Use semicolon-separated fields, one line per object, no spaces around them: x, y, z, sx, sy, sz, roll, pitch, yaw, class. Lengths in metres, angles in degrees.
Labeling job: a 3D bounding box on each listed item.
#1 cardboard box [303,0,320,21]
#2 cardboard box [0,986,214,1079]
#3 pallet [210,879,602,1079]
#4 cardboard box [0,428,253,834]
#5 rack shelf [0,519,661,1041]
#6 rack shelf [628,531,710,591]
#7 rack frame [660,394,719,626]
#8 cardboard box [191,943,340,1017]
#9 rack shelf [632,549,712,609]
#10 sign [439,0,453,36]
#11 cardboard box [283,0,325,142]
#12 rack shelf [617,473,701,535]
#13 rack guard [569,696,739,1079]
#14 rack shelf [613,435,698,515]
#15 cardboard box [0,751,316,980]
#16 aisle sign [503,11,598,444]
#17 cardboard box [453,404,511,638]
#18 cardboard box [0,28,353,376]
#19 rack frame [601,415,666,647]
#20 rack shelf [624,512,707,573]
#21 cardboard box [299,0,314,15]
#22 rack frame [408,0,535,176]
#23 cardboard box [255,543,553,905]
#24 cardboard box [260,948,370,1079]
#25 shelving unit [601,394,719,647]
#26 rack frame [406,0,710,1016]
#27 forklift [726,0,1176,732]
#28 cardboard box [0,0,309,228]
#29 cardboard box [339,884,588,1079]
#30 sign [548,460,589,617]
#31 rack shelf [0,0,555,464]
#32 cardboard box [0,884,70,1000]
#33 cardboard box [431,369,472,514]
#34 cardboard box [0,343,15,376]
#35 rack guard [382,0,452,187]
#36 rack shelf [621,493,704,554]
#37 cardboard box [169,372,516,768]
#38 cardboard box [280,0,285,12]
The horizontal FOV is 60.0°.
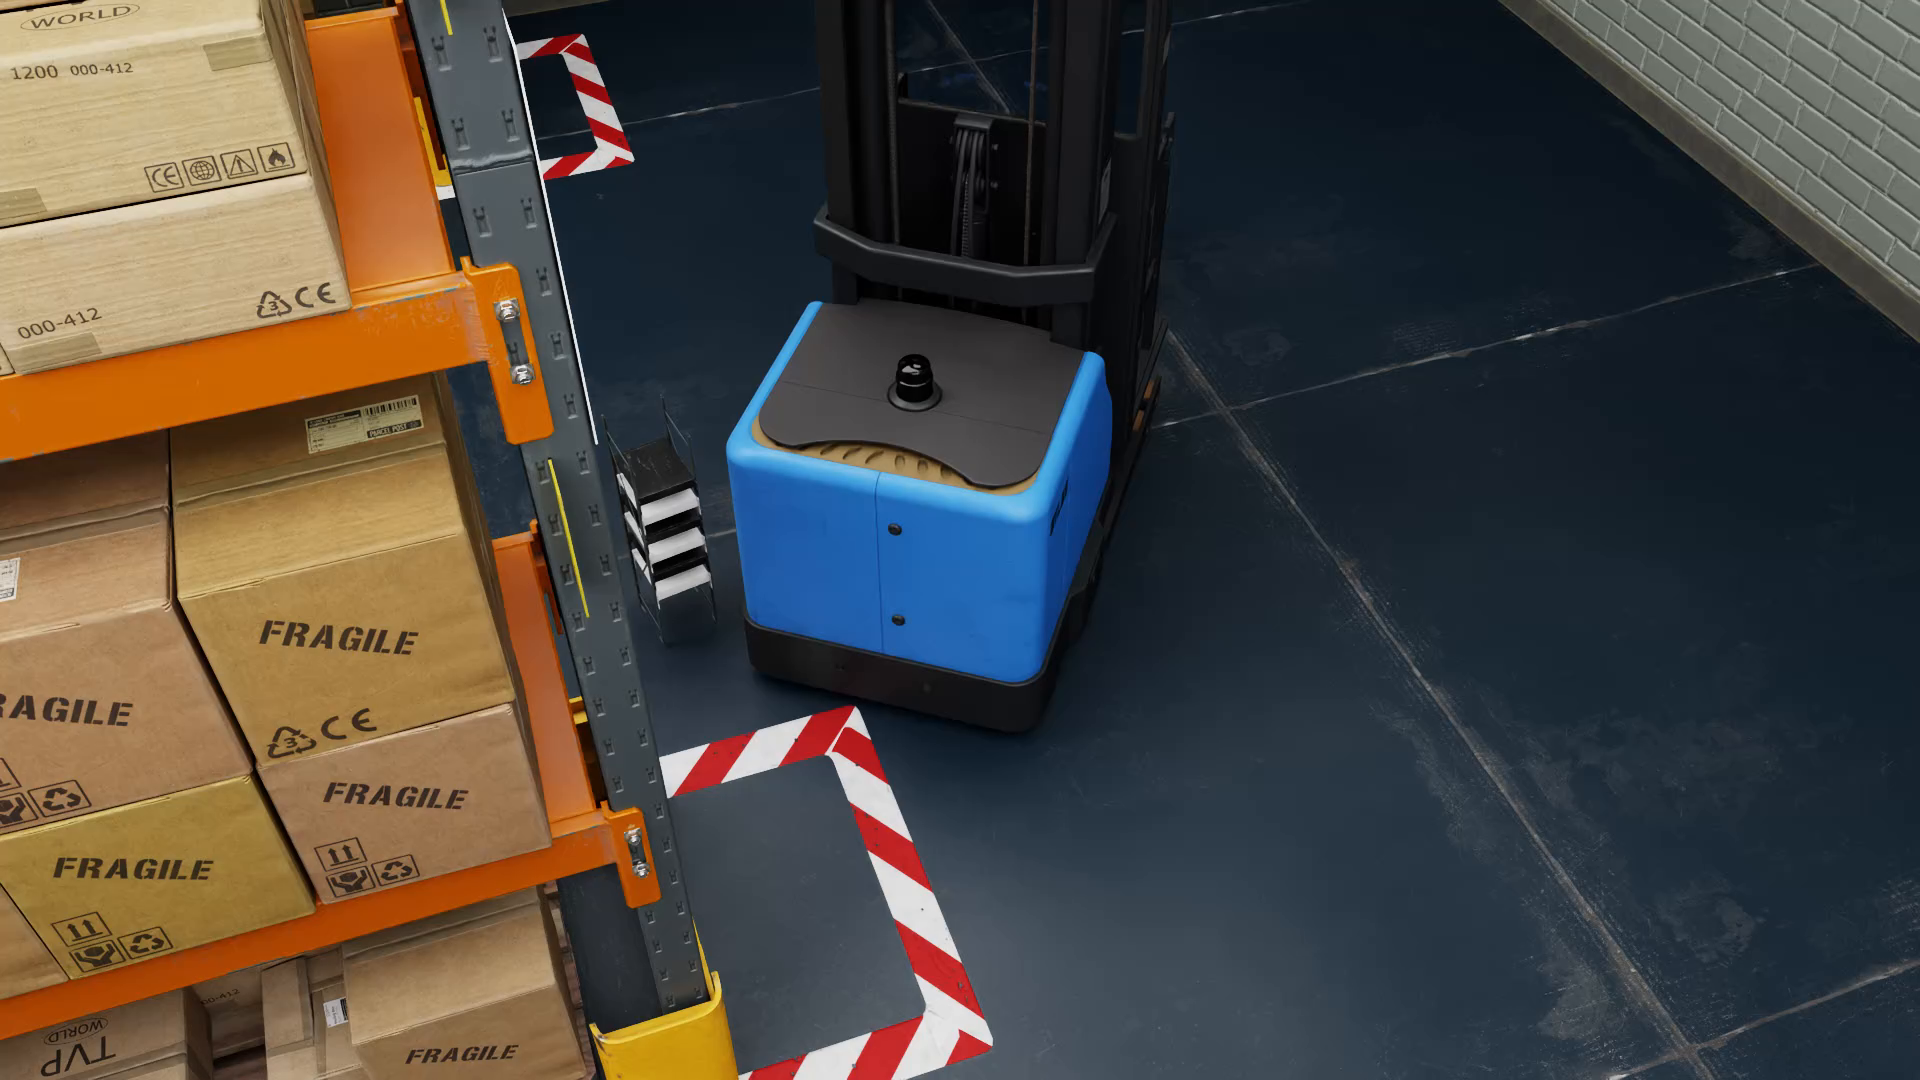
-3.206;-2.184;7.777;0.500;0.500;0.700;-14;47;-14;cardboard box
-2.227;1.465;4.302;0.500;0.250;0.500;-14;47;-14;cardboard box
-1.717;1.342;4.764;1.213;0.211;1.003;-14;47;-14;pallet
-1.696;0.171;3.186;0.500;0.500;0.500;-13;47;-13;cardboard box
-2.777;0.882;3.762;4.000;0.370;1.077;-14;47;-14;rack shelf
-1.011;0.037;5.752;0.200;0.077;0.258;-22;49;-20;rack shelf
-0.923;-0.085;5.700;0.006;0.900;0.240;-22;49;-20;rack frame
-1.974;1.024;4.742;0.500;0.250;0.500;-14;47;-14;cardboard box
-1.011;0.101;5.815;0.200;0.077;0.258;-22;49;-20;rack shelf
-0.726;-0.850;2.237;0.005;0.325;0.100;-14;47;-14;sign
-1.465;-0.905;3.022;0.500;0.250;0.500;-14;47;-14;cardboard box
-1.011;-0.153;5.560;0.200;0.077;0.258;-22;49;-20;rack shelf
-0.967;1.047;4.853;0.348;0.500;1.175;-14;47;-14;rack guard
-1.011;-0.217;5.497;0.200;0.077;0.258;-22;49;-20;rack shelf
-1.712;0.527;3.536;0.500;0.500;0.500;-14;47;-14;cardboard box
-0.728;-0.583;2.878;0.004;0.787;0.394;-14;47;-14;aisle sign
-1.403;0.042;4.019;0.500;0.500;0.500;-13;47;-13;cardboard box
-1.290;-0.560;2.679;0.500;0.250;0.500;-14;47;-14;cardboard box
-1.099;-0.014;5.629;0.006;0.900;0.240;-22;49;-20;rack frame
-1.011;-0.026;5.688;0.200;0.077;0.258;-22;49;-20;rack shelf
-3.156;-2.576;7.710;0.250;0.149;0.380;-14;47;-14;cardboard box
-0.896;-1.971;1.861;0.127;3.000;1.000;-14;47;-14;rack frame
-1.225;0.400;3.663;0.500;0.500;0.500;-13;47;-13;cardboard box
-1.735;1.324;4.503;0.250;0.166;0.380;-14;47;-14;cardboard box
-1.011;-0.050;5.664;0.210;0.900;0.258;-22;49;-20;shelving unit
-0.896;0.147;3.986;0.127;3.000;1.000;-14;47;-14;rack frame
0.180;-1.461;5.637;1.130;2.935;3.031;12;46;12;forklift
-1.293;-0.742;2.507;0.500;0.250;0.500;-14;47;-14;cardboard box
-1.324;1.169;4.422;0.500;0.500;0.500;-14;47;-14;cardboard box
-0.726;0.001;3.091;0.005;0.325;0.100;-14;47;-14;sign
-2.777;-0.177;2.699;4.000;0.370;1.077;-14;47;-14;rack shelf
-2.183;0.644;3.420;0.500;0.500;0.500;-14;47;-14;cardboard box
-1.403;-0.311;3.665;0.500;0.500;0.500;-13;47;-13;cardboard box
-1.764;-0.447;2.566;0.500;0.250;0.500;-14;47;-14;cardboard box
-2.559;-2.276;8.165;0.348;0.500;1.175;-14;47;-14;rack guard
-1.011;-0.090;5.624;0.200;0.077;0.258;-22;49;-20;rack shelf
-1.221;0.049;3.307;0.500;0.500;0.500;-15;47;-14;cardboard box
-1.468;-1.086;2.849;0.500;0.250;0.500;-14;47;-14;cardboard box
